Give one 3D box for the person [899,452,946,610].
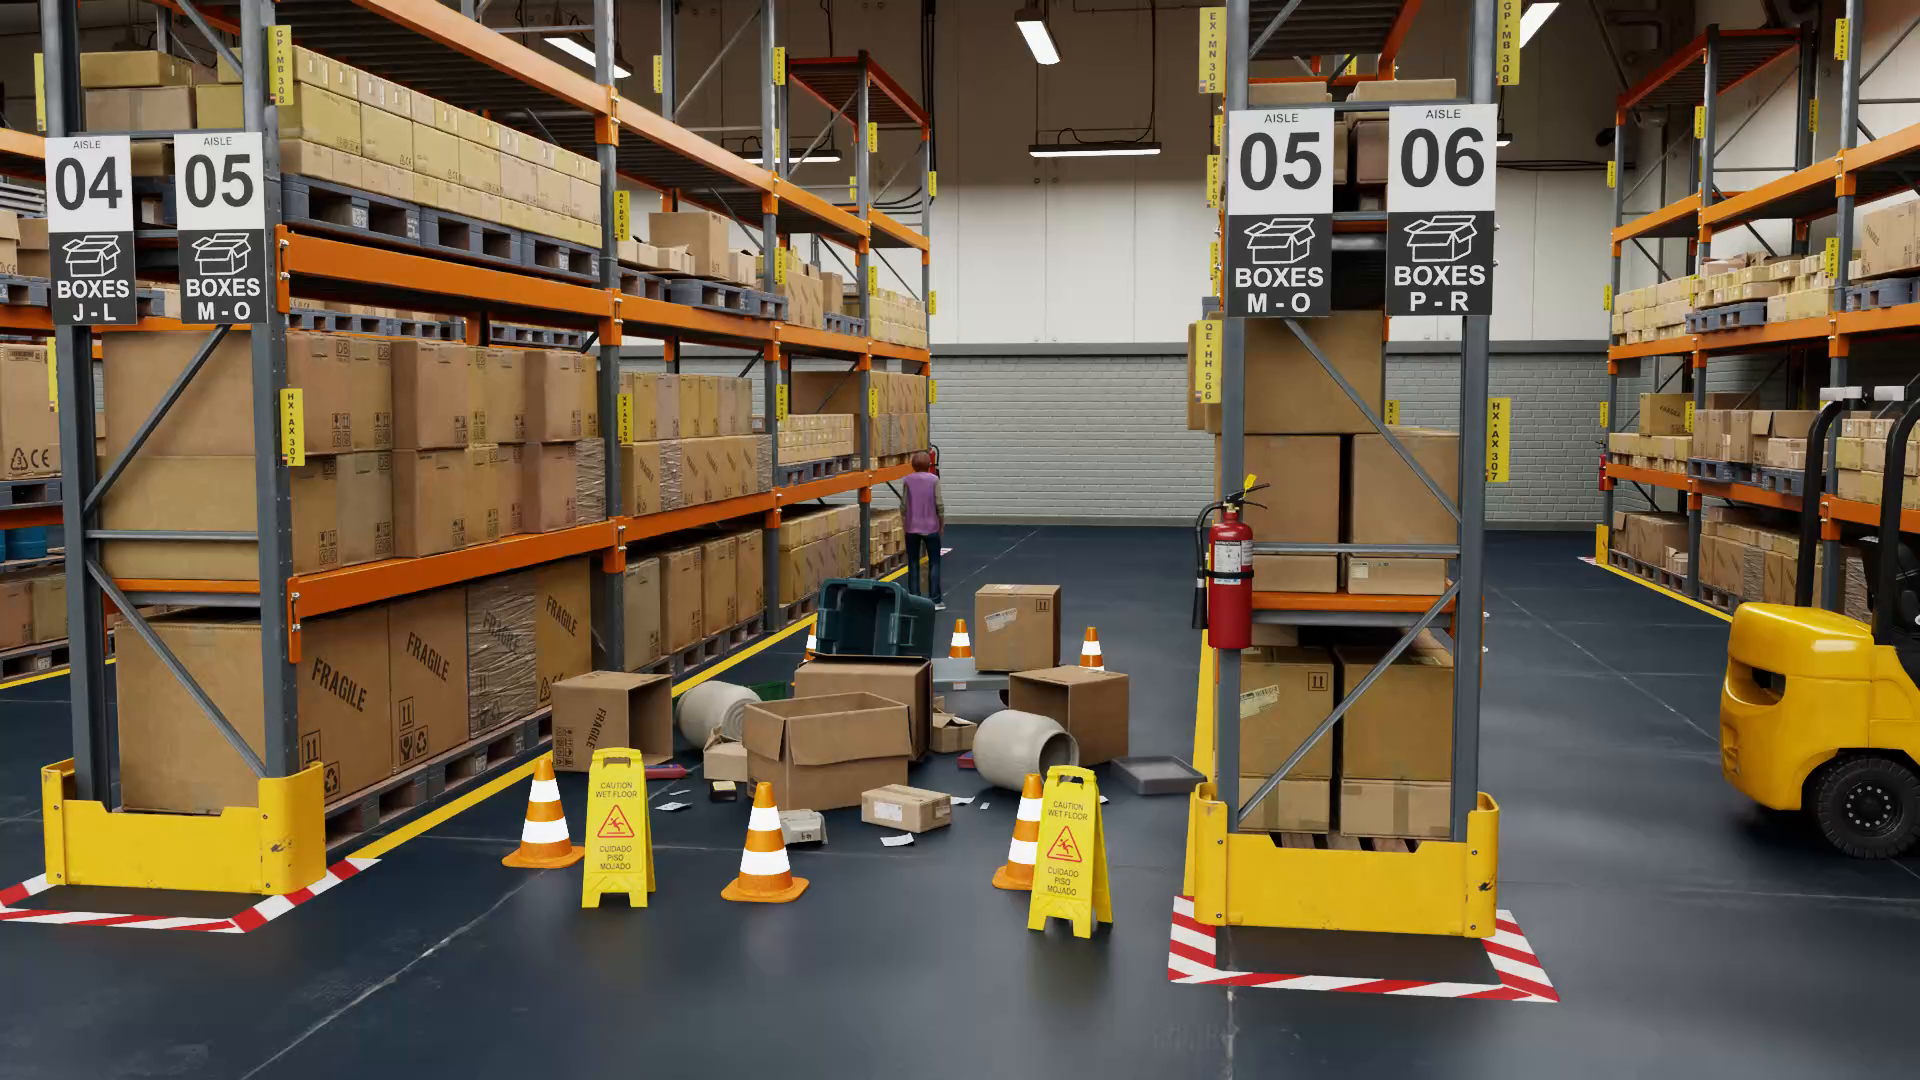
[{"bbox_3d":[-0.376,-0.089,16.699,0.458,1.595,0.374,1,5,7],"label":"person"}]
